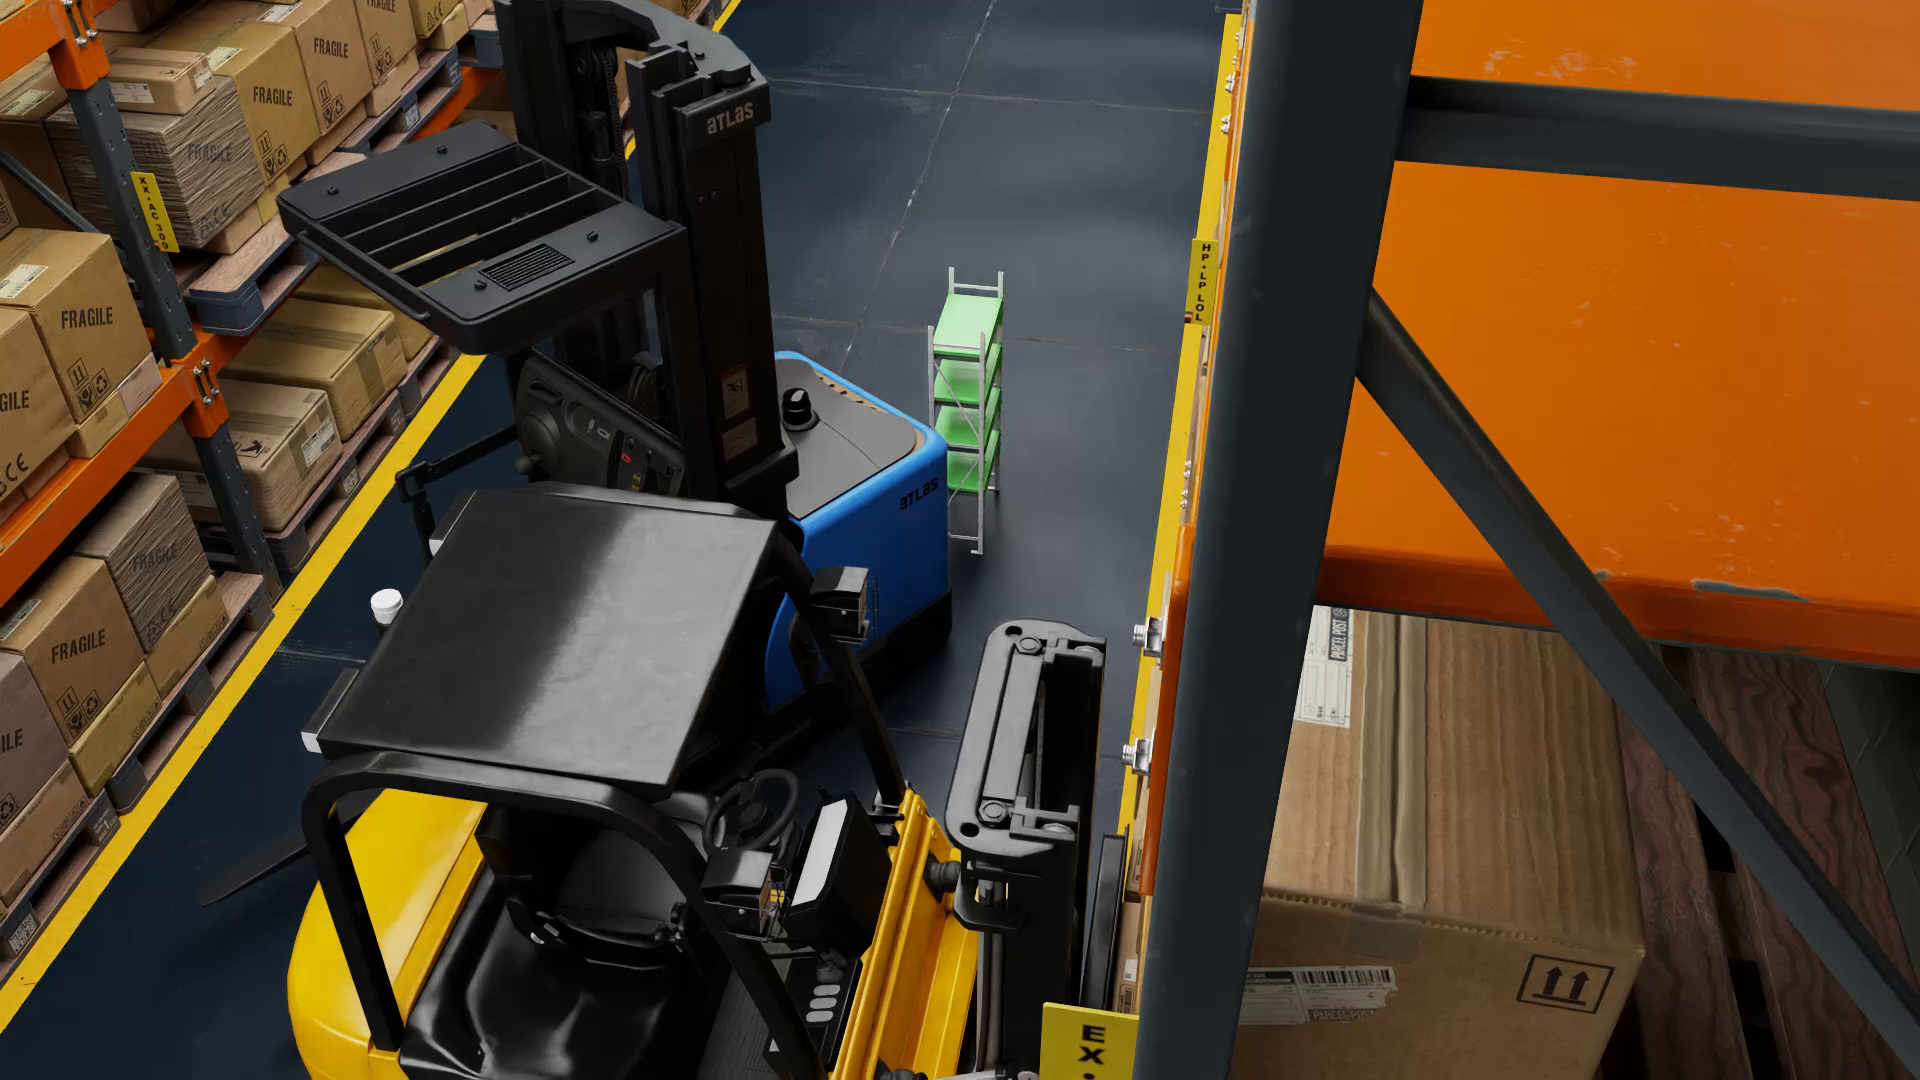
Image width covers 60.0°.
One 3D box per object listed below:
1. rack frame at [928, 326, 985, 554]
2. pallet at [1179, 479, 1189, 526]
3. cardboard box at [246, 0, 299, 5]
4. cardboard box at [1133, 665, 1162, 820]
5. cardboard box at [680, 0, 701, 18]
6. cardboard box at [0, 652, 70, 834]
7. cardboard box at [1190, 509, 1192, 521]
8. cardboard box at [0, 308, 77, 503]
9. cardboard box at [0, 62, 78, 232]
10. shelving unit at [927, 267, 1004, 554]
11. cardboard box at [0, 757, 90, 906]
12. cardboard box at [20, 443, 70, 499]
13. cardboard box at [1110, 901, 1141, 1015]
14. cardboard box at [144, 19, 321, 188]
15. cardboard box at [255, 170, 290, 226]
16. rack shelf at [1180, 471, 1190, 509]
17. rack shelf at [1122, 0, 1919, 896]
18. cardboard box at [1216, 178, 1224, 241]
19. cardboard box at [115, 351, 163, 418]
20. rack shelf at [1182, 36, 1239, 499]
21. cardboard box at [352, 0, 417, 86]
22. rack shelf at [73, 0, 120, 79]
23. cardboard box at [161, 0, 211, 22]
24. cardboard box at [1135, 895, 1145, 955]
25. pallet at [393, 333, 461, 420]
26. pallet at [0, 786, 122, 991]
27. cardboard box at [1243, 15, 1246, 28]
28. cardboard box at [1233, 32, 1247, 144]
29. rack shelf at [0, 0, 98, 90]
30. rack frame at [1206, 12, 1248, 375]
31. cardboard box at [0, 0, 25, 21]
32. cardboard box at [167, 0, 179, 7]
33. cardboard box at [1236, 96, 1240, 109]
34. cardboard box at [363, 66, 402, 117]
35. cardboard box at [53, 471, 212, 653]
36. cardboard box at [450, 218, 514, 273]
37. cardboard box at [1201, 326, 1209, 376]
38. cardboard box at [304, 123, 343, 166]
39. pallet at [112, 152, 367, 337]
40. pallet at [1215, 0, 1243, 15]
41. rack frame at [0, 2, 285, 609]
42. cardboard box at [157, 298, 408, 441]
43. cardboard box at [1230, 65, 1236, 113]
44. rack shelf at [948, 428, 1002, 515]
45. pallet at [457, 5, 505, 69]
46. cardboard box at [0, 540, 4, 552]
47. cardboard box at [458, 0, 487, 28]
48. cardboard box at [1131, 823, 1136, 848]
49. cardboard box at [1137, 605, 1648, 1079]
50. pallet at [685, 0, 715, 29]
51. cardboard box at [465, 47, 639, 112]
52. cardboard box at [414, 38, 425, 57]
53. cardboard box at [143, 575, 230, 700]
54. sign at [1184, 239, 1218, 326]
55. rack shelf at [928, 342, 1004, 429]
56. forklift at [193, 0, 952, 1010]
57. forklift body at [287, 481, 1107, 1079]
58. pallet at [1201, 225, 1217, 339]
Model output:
[{"bbox_3d":[-0.014,-0.413,7.308,0.240,1.200,0.015,6,40,8],"label":"rack frame"},{"bbox_3d":[1.443,0.213,7.327,1.003,0.211,1.213,6,40,8],"label":"pallet"},{"bbox_3d":[-3.019,-2.454,7.214,0.380,0.149,0.250,9,40,10],"label":"cardboard box"},{"bbox_3d":[0.863,0.706,5.585,0.500,0.250,0.500,6,40,8],"label":"cardboard box"},{"bbox_3d":[-2.328,-4.338,11.981,0.875,0.875,0.875,7,40,9],"label":"cardboard box"},{"bbox_3d":[-3.547,0.710,5.778,0.500,0.500,0.500,8,40,10],"label":"cardboard box"},{"bbox_3d":[0.863,-0.037,4.853,0.380,0.149,0.250,7,40,9],"label":"cardboard box"},{"bbox_3d":[-3.450,-0.463,5.644,0.500,0.500,0.500,8,40,9],"label":"cardboard box"},{"bbox_3d":[-3.681,-1.570,6.654,0.500,0.500,0.500,6,40,7],"label":"cardboard box"},{"bbox_3d":[0.029,-0.566,7.493,0.258,1.200,0.503,6,40,8],"label":"shelving unit"},{"bbox_3d":[-3.548,1.012,6.000,0.500,0.250,0.500,7,40,8],"label":"cardboard box"},{"bbox_3d":[-3.449,-0.295,5.950,0.380,0.149,0.250,7,40,8],"label":"cardboard box"},{"bbox_3d":[0.690,1.348,4.809,0.500,0.250,0.500,6,40,7],"label":"cardboard box"},{"bbox_3d":[-3.086,-1.832,6.970,0.500,0.500,0.500,7,40,8],"label":"cardboard box"},{"bbox_3d":[-3.077,-1.473,7.045,0.380,0.149,0.250,7,40,9],"label":"cardboard box"},{"bbox_3d":[1.008,1.137,4.585,1.077,0.370,4.000,6,40,8],"label":"rack shelf"},{"bbox_3d":[1.008,-1.021,2.801,1.077,0.370,4.000,6,40,8],"label":"rack shelf"},{"bbox_3d":[1.269,-1.190,6.560,0.500,0.250,0.500,5,40,7],"label":"cardboard box"},{"bbox_3d":[-3.291,-0.608,6.328,0.380,0.149,0.250,6,40,7],"label":"cardboard box"},{"bbox_3d":[1.700,-1.373,7.621,1.077,0.370,4.000,6,40,8],"label":"rack shelf"},{"bbox_3d":[-2.908,-2.464,7.735,0.500,0.500,0.500,5,40,6],"label":"cardboard box"},{"bbox_3d":[-3.189,-3.074,7.324,1.077,0.370,4.000,6,40,8],"label":"rack shelf"},{"bbox_3d":[-3.502,-2.205,7.421,0.500,0.500,0.500,8,40,9],"label":"cardboard box"},{"bbox_3d":[0.752,0.776,4.379,0.500,0.500,0.500,7,40,8],"label":"cardboard box"},{"bbox_3d":[-3.193,-1.122,8.941,1.003,0.211,1.213,6,40,8],"label":"pallet"},{"bbox_3d":[-3.825,1.328,5.978,1.003,0.211,1.213,6,40,8],"label":"pallet"},{"bbox_3d":[1.641,-2.475,8.114,0.500,0.250,0.500,8,40,9],"label":"cardboard box"},{"bbox_3d":[0.970,-1.222,4.182,0.500,0.311,0.500,7,40,9],"label":"cardboard box"},{"bbox_3d":[-3.881,-0.564,4.288,1.077,0.370,4.000,6,40,8],"label":"rack shelf"},{"bbox_3d":[1.354,-0.395,5.874,1.000,3.000,0.127,6,40,8],"label":"rack frame"},{"bbox_3d":[-3.289,-1.767,5.377,0.380,0.149,0.250,7,40,8],"label":"cardboard box"},{"bbox_3d":[-3.547,-2.428,7.182,0.380,0.149,0.250,5,40,6],"label":"cardboard box"},{"bbox_3d":[0.798,-0.802,3.709,0.396,0.266,0.258,6,40,7],"label":"cardboard box"},{"bbox_3d":[-2.875,-2.132,7.842,0.380,0.149,0.250,8,40,9],"label":"cardboard box"},{"bbox_3d":[-3.373,0.070,6.551,0.500,0.500,0.500,6,40,7],"label":"cardboard box"},{"bbox_3d":[-3.070,-1.782,9.284,0.950,0.372,0.625,6,40,7],"label":"cardboard box"},{"bbox_3d":[1.184,-0.682,6.339,0.500,0.250,0.500,7,40,9],"label":"cardboard box"},{"bbox_3d":[-3.017,-1.816,7.460,0.380,0.149,0.250,7,40,8],"label":"cardboard box"},{"bbox_3d":[-3.260,-1.330,7.155,1.003,0.211,1.213,6,40,8],"label":"pallet"},{"bbox_3d":[2.095,-3.265,9.495,1.213,0.211,1.003,6,40,8],"label":"pallet"},{"bbox_3d":[-3.535,-0.940,6.533,1.000,3.000,0.127,6,40,8],"label":"rack frame"},{"bbox_3d":[-3.326,-0.870,8.181,0.950,0.372,0.625,9,40,10],"label":"cardboard box"},{"bbox_3d":[1.356,-1.902,7.109,0.380,0.149,0.250,5,40,6],"label":"cardboard box"},{"bbox_3d":[0.029,-0.332,7.687,0.258,0.148,0.480,6,40,8],"label":"rack shelf"},{"bbox_3d":[-2.861,-2.917,9.075,1.213,0.211,1.003,6,40,8],"label":"pallet"},{"bbox_3d":[-3.463,0.030,5.557,0.380,0.149,0.250,6,40,7],"label":"cardboard box"},{"bbox_3d":[-2.694,-2.787,8.635,0.380,0.149,0.250,5,40,6],"label":"cardboard box"},{"bbox_3d":[0.783,1.210,5.368,0.500,0.250,0.500,6,40,7],"label":"cardboard box"},{"bbox_3d":[0.499,0.416,2.053,0.500,0.500,0.500,8,40,9],"label":"cardboard box"},{"bbox_3d":[-2.419,-3.625,11.969,1.003,0.211,1.213,6,40,8],"label":"pallet"},{"bbox_3d":[-2.642,-3.218,10.626,0.875,0.875,0.875,6,40,7],"label":"cardboard box"},{"bbox_3d":[-2.896,-2.469,8.250,0.380,0.149,0.250,7,40,8],"label":"cardboard box"},{"bbox_3d":[-3.373,0.359,6.791,0.500,0.250,0.500,8,40,10],"label":"cardboard box"},{"bbox_3d":[0.818,-0.864,5.595,0.100,0.325,0.005,6,40,8],"label":"sign"},{"bbox_3d":[0.029,-0.702,7.381,0.258,0.148,0.480,6,40,8],"label":"rack shelf"},{"bbox_3d":[-1.419,-0.242,5.742,1.130,2.935,3.031,32,49,32],"label":"forklift"},{"bbox_3d":[-0.807,1.051,4.791,2.313,2.155,1.214,6,40,8],"label":"forklift body"},{"bbox_3d":[1.865,-1.318,9.179,1.003,0.211,1.213,6,40,8],"label":"pallet"}]
